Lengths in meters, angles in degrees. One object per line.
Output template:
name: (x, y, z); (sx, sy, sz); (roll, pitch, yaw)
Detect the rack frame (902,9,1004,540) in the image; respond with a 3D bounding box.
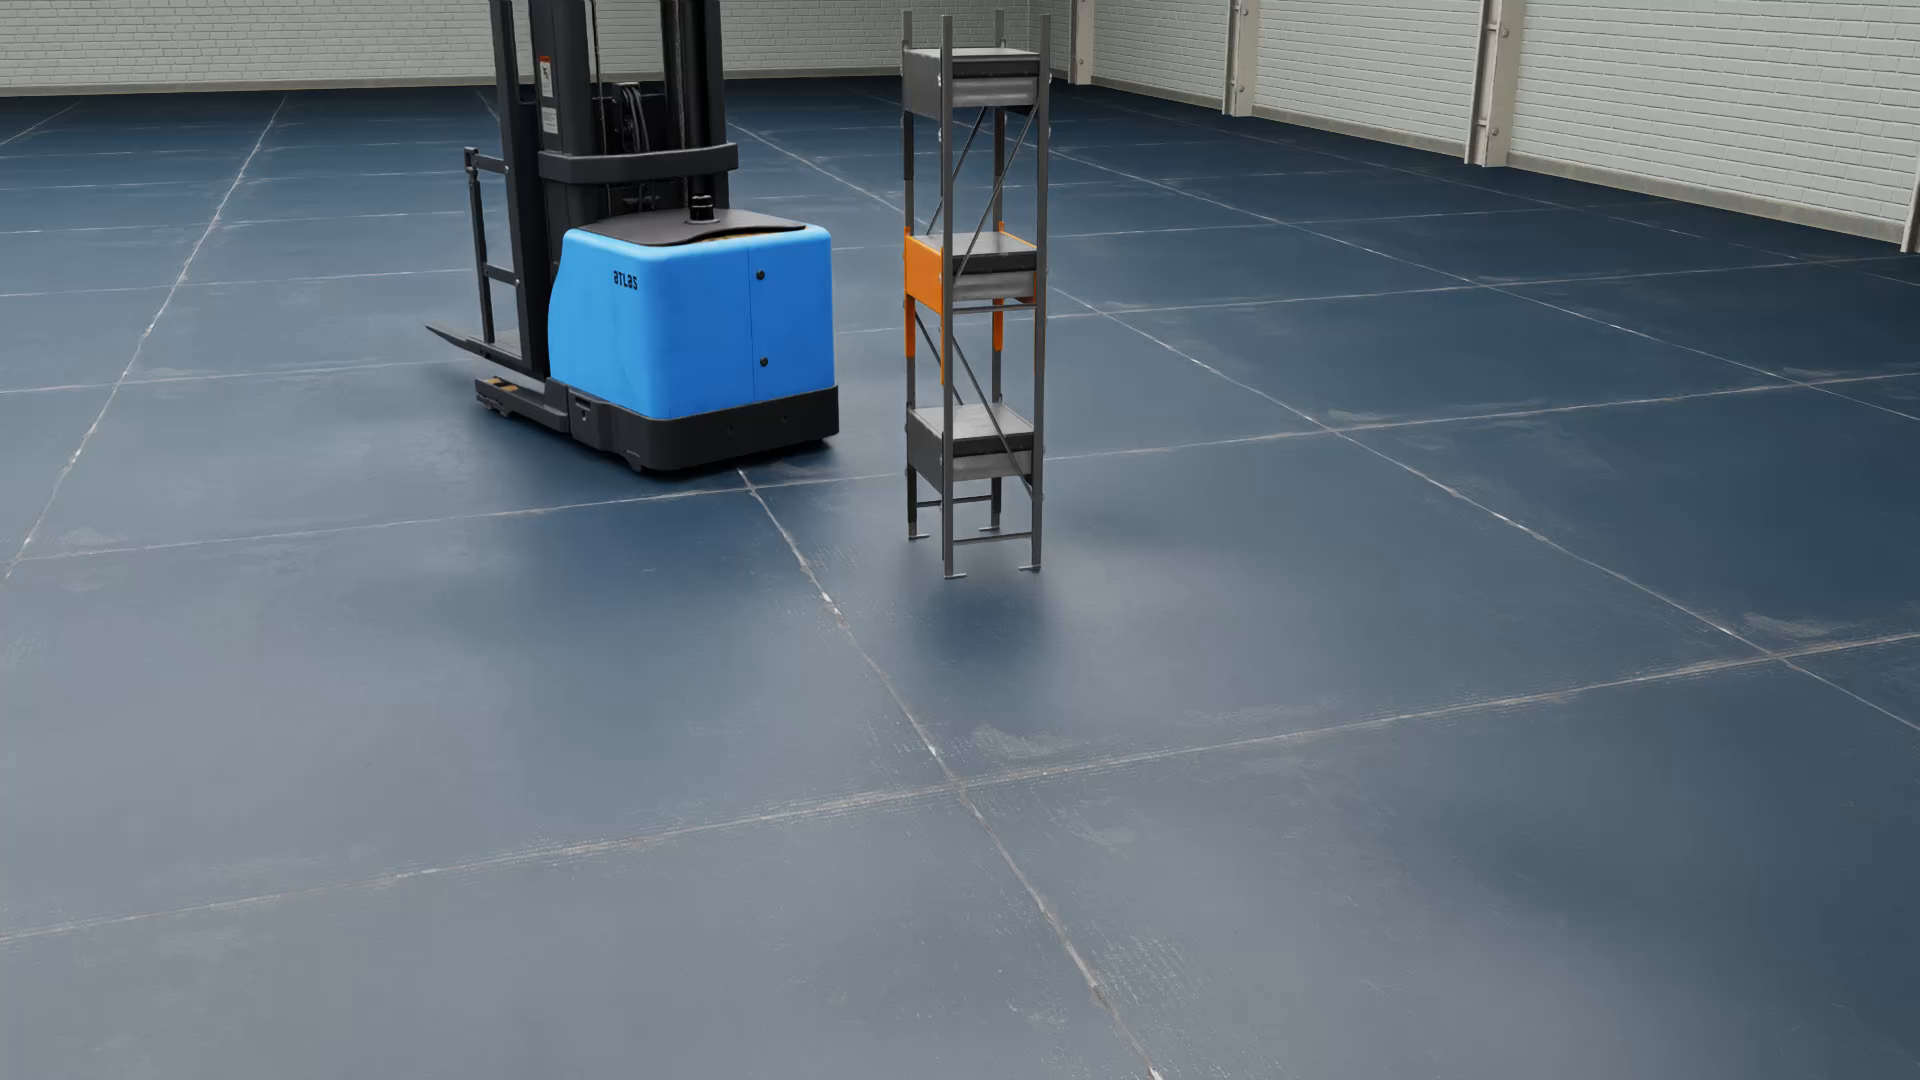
rack frame: (-0.025, -1.013, 6.632); (0.400, 2.100, 0.015); (-6, 21, -17)

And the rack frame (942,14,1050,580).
rack frame: (0.129, -0.857, 6.196); (0.400, 2.100, 0.015); (-6, 21, -17)

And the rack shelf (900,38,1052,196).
rack shelf: (0.052, -1.581, 6.182); (0.431, 0.518, 0.480); (-6, 21, -17)

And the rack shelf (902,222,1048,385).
rack shelf: (0.052, -0.922, 6.418); (0.431, 0.518, 0.480); (-6, 21, -17)

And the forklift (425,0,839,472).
forklift: (-1.924, -2.119, 8.480); (1.130, 2.935, 3.031); (-16, 25, -37)

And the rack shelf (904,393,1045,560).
rack shelf: (0.052, -0.263, 6.655); (0.431, 0.518, 0.480); (-6, 21, -17)

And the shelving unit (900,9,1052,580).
shelving unit: (0.052, -0.935, 6.414); (0.431, 2.100, 0.503); (-6, 21, -17)

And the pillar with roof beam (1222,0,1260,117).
pillar with roof beam: (-0.081, -9.909, 21.191); (9.100, 9.000, 0.400); (-6, 21, -17)

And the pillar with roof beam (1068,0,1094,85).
pillar with roof beam: (-1.966, -11.834, 26.552); (9.100, 9.000, 0.400); (-6, 21, -17)

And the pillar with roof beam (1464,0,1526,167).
pillar with roof beam: (1.805, -7.983, 15.830); (9.100, 9.000, 0.400); (-6, 21, -17)

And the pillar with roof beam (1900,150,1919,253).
pillar with roof beam: (3.691, -6.058, 10.470); (9.100, 9.000, 0.400); (-6, 21, -17)
